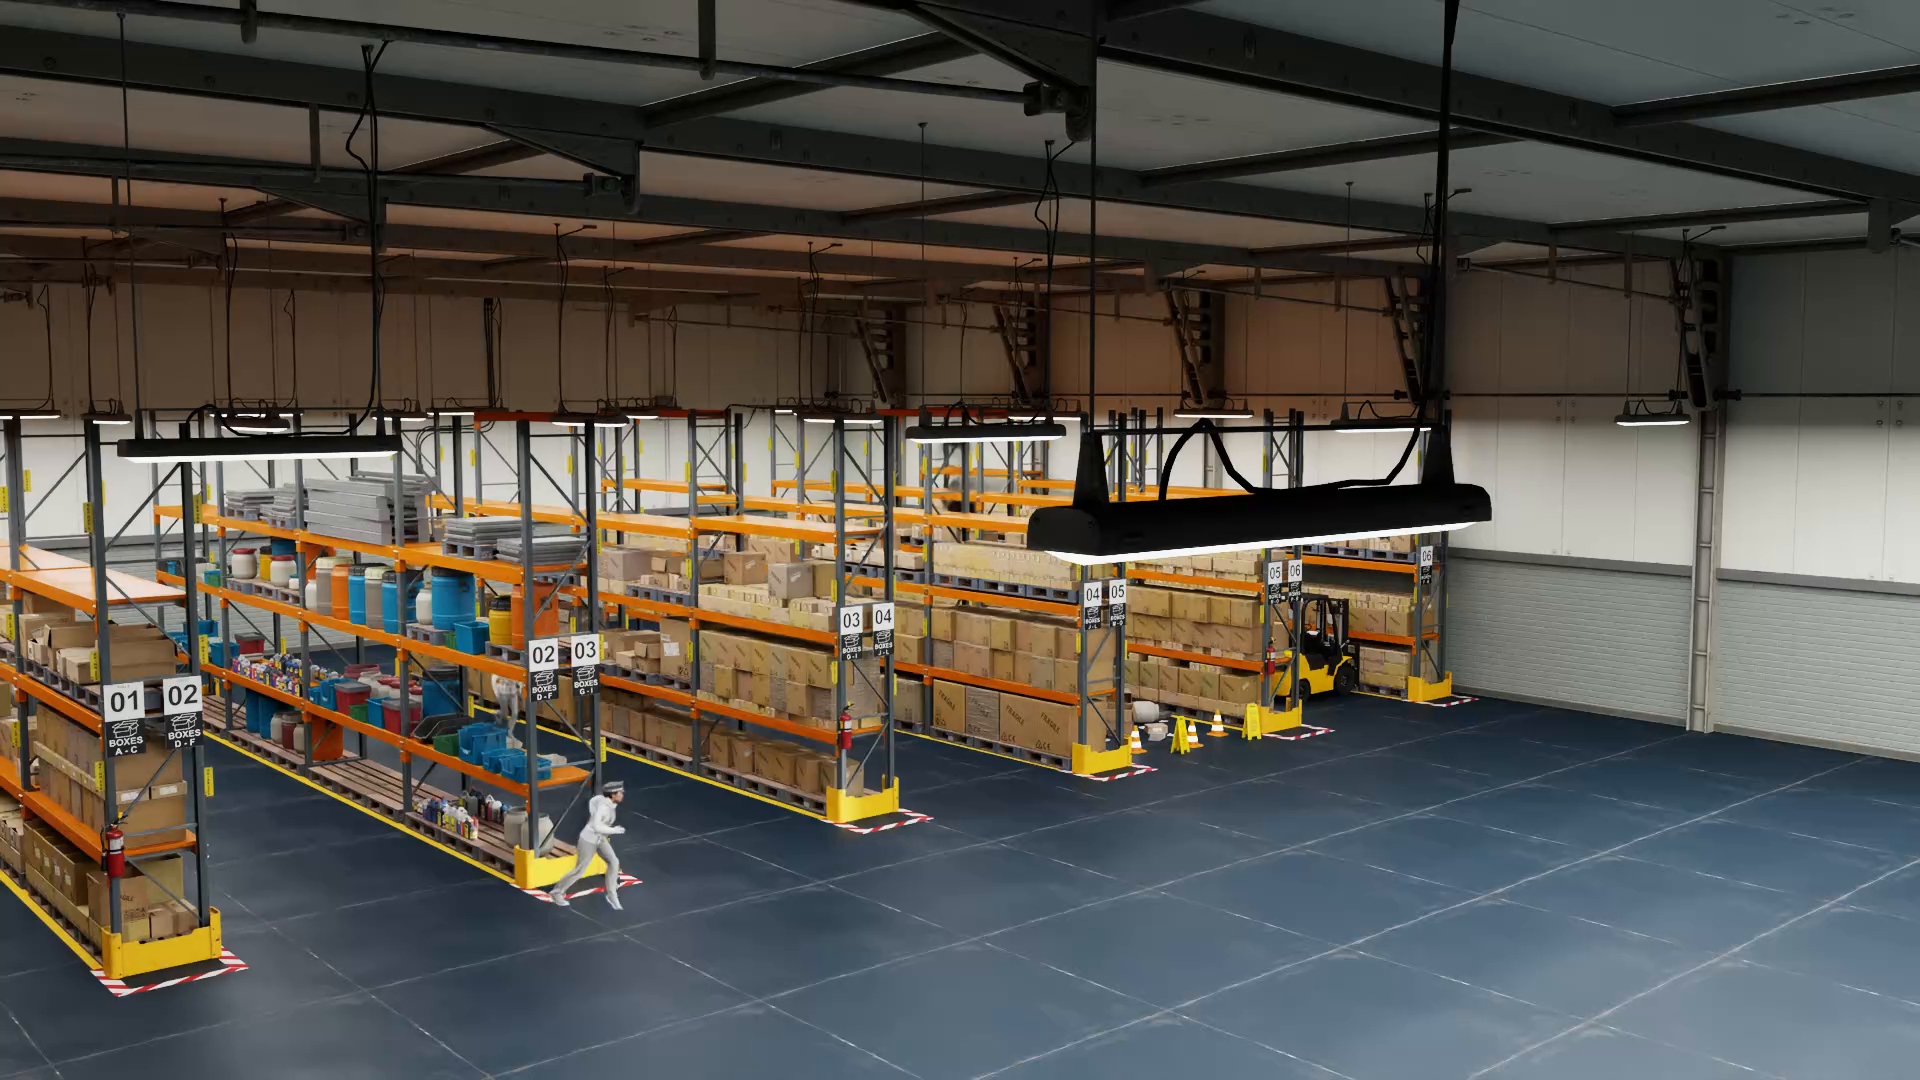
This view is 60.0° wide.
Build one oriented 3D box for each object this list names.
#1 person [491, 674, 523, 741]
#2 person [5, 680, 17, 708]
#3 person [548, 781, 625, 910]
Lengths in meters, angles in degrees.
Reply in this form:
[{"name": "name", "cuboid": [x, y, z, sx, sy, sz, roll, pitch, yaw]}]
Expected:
[{"name": "person", "cuboid": [-8.357, 2.847, 30.647, 0.636, 1.668, 0.751, -4, 7, -41]}, {"name": "person", "cuboid": [-18.066, 2.708, 31.552, 0.856, 1.725, 0.712, 1, 5, 15]}, {"name": "person", "cuboid": [-4.577, 3.774, 20.420, 0.951, 1.647, 0.651, 0, 5, -4]}]
